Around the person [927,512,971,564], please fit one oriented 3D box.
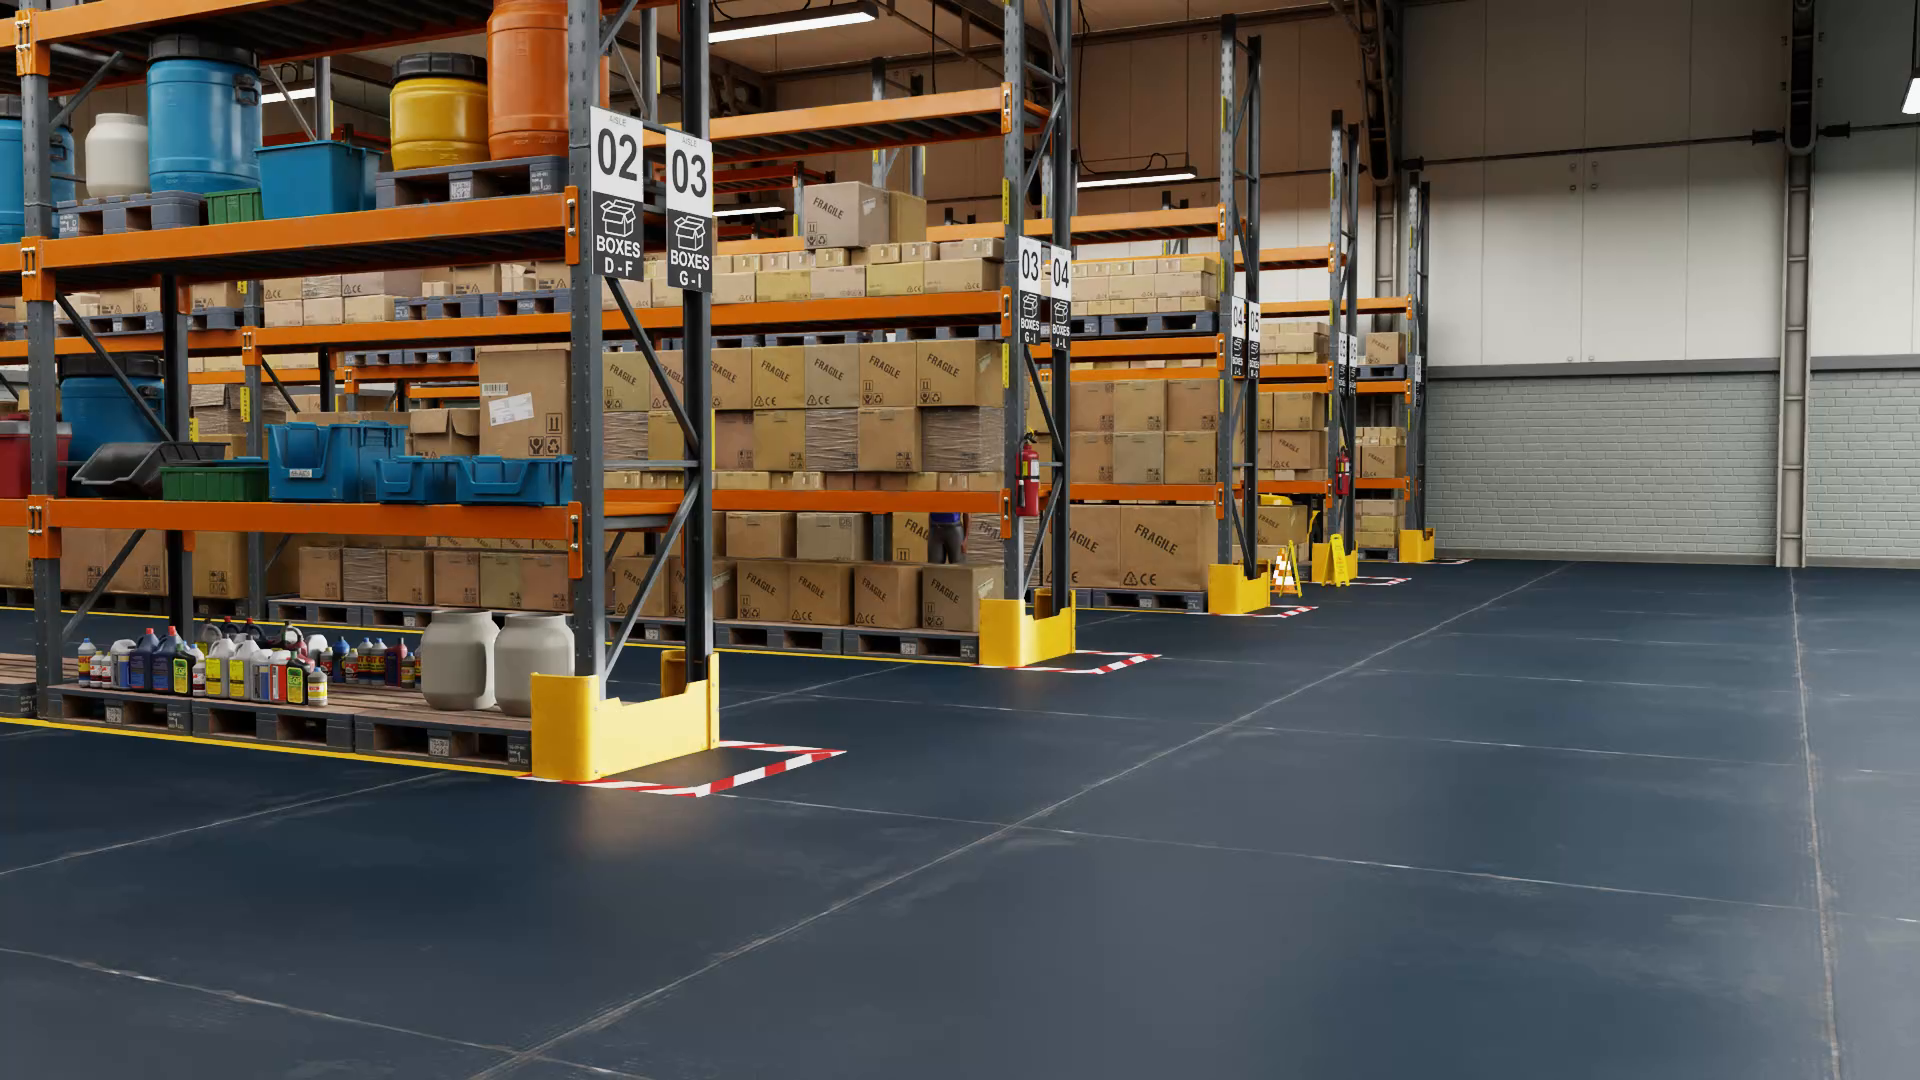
[{"bbox_3d":[-0.098,-0.042,15.167,0.437,1.581,0.293,1,3,27],"label":"person"}]
